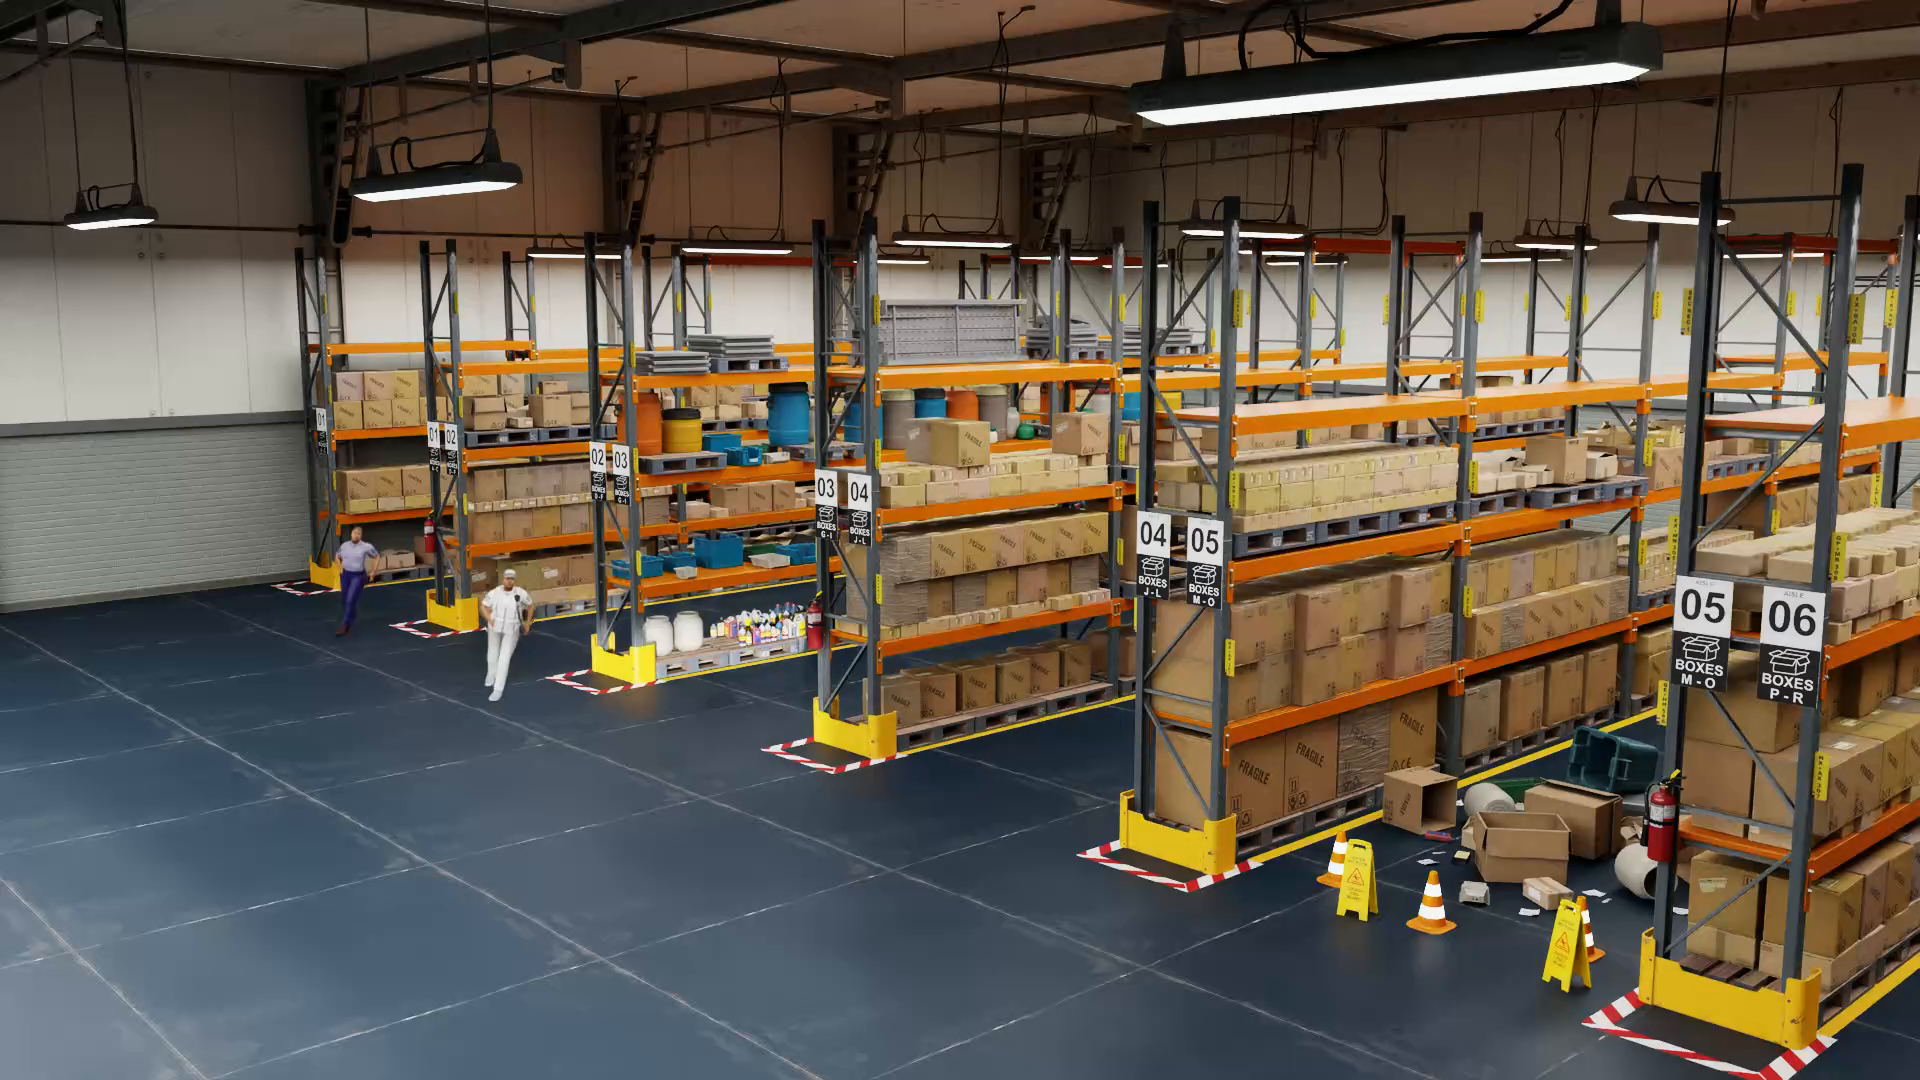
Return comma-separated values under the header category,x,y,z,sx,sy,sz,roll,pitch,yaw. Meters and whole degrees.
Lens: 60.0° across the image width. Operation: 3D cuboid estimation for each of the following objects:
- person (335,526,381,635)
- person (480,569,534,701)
category,x,y,z,sx,sy,sz,roll,pitch,yaw
person,-9.345,0.594,25.672,0.673,1.607,0.905,1,8,5
person,-5.908,1.192,21.623,0.691,1.639,0.926,-1,8,-6
